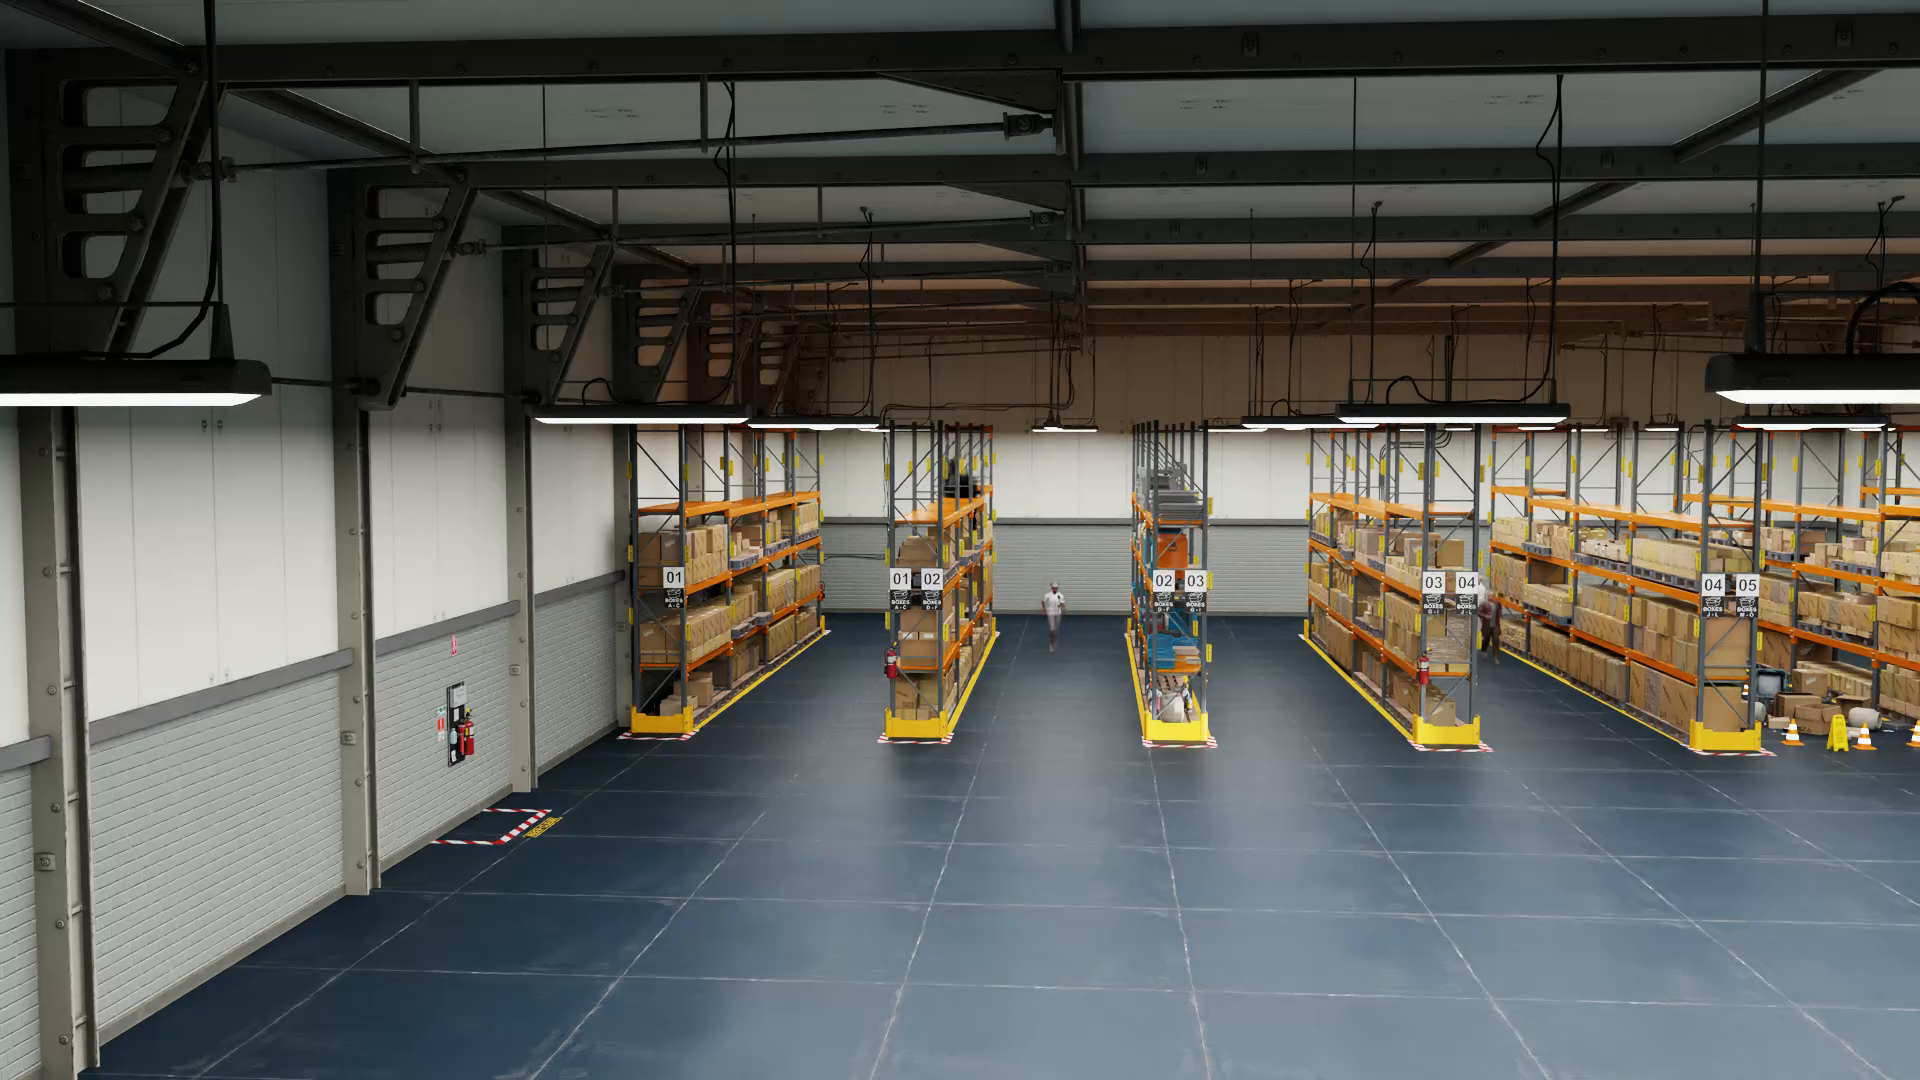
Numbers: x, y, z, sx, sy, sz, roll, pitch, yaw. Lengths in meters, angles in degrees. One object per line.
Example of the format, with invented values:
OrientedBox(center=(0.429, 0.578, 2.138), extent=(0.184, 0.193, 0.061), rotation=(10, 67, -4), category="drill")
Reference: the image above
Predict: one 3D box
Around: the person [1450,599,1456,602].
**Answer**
OrientedBox(center=(13.362, 2.042, 45.710), extent=(0.663, 1.612, 0.641), rotation=(1, 4, 19), category="person")

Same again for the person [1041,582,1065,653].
OrientedBox(center=(2.382, 1.950, 42.048), extent=(0.541, 1.794, 0.691), rotation=(-1, 4, -11), category="person")

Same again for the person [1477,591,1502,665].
OrientedBox(center=(13.330, 2.179, 41.797), extent=(0.707, 1.798, 1.049), rotation=(0, 4, 1), category="person")

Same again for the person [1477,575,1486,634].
OrientedBox(center=(14.665, 1.873, 47.223), extent=(0.681, 1.762, 0.696), rotation=(-1, 4, -21), category="person")
